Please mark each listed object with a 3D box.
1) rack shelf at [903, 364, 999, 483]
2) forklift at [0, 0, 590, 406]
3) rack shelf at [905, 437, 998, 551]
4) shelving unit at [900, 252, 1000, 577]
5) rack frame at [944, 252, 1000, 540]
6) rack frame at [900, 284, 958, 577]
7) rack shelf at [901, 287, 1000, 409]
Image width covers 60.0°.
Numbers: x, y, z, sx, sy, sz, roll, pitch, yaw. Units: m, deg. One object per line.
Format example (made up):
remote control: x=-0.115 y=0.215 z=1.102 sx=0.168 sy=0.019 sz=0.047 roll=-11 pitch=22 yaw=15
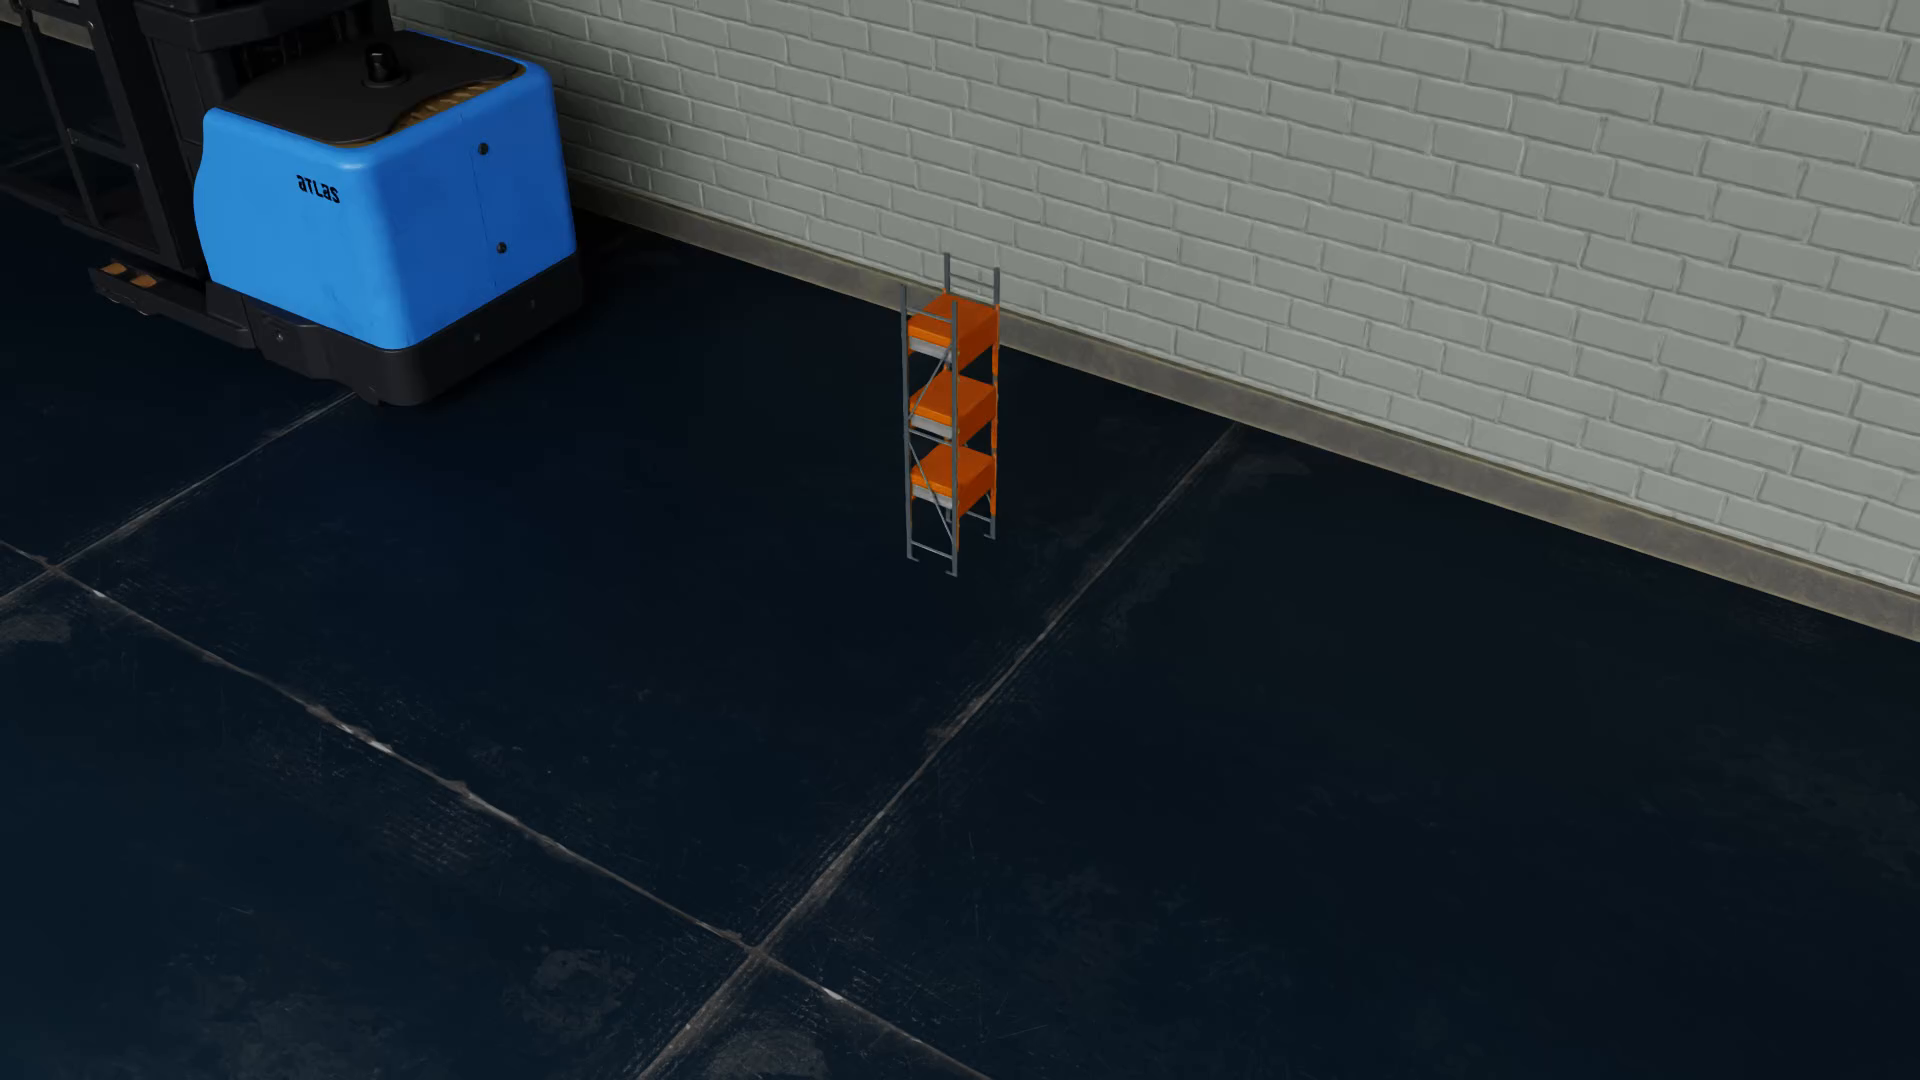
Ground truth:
rack shelf: x=-0.029 y=-0.380 z=5.400 sx=0.215 sy=0.259 sz=0.240 roll=21 pitch=42 yaw=25
forklift: x=-3.063 y=-2.351 z=6.398 sx=3.031 sy=2.935 sz=1.130 roll=21 pitch=42 yaw=25
rack shelf: x=-0.029 y=-0.160 z=5.570 sx=0.215 sy=0.259 sz=0.240 roll=21 pitch=42 yaw=25
shelving unit: x=-0.029 y=-0.388 z=5.394 sx=0.215 sy=1.050 sz=0.252 roll=21 pitch=42 yaw=25
rack frame: x=0.037 y=-0.451 z=5.475 sx=0.200 sy=1.050 sz=0.008 roll=21 pitch=42 yaw=25
rack frame: x=-0.094 y=-0.325 z=5.312 sx=0.200 sy=1.050 sz=0.008 roll=21 pitch=42 yaw=25
rack shelf: x=-0.029 y=-0.605 z=5.227 sx=0.215 sy=0.259 sz=0.240 roll=21 pitch=42 yaw=25
